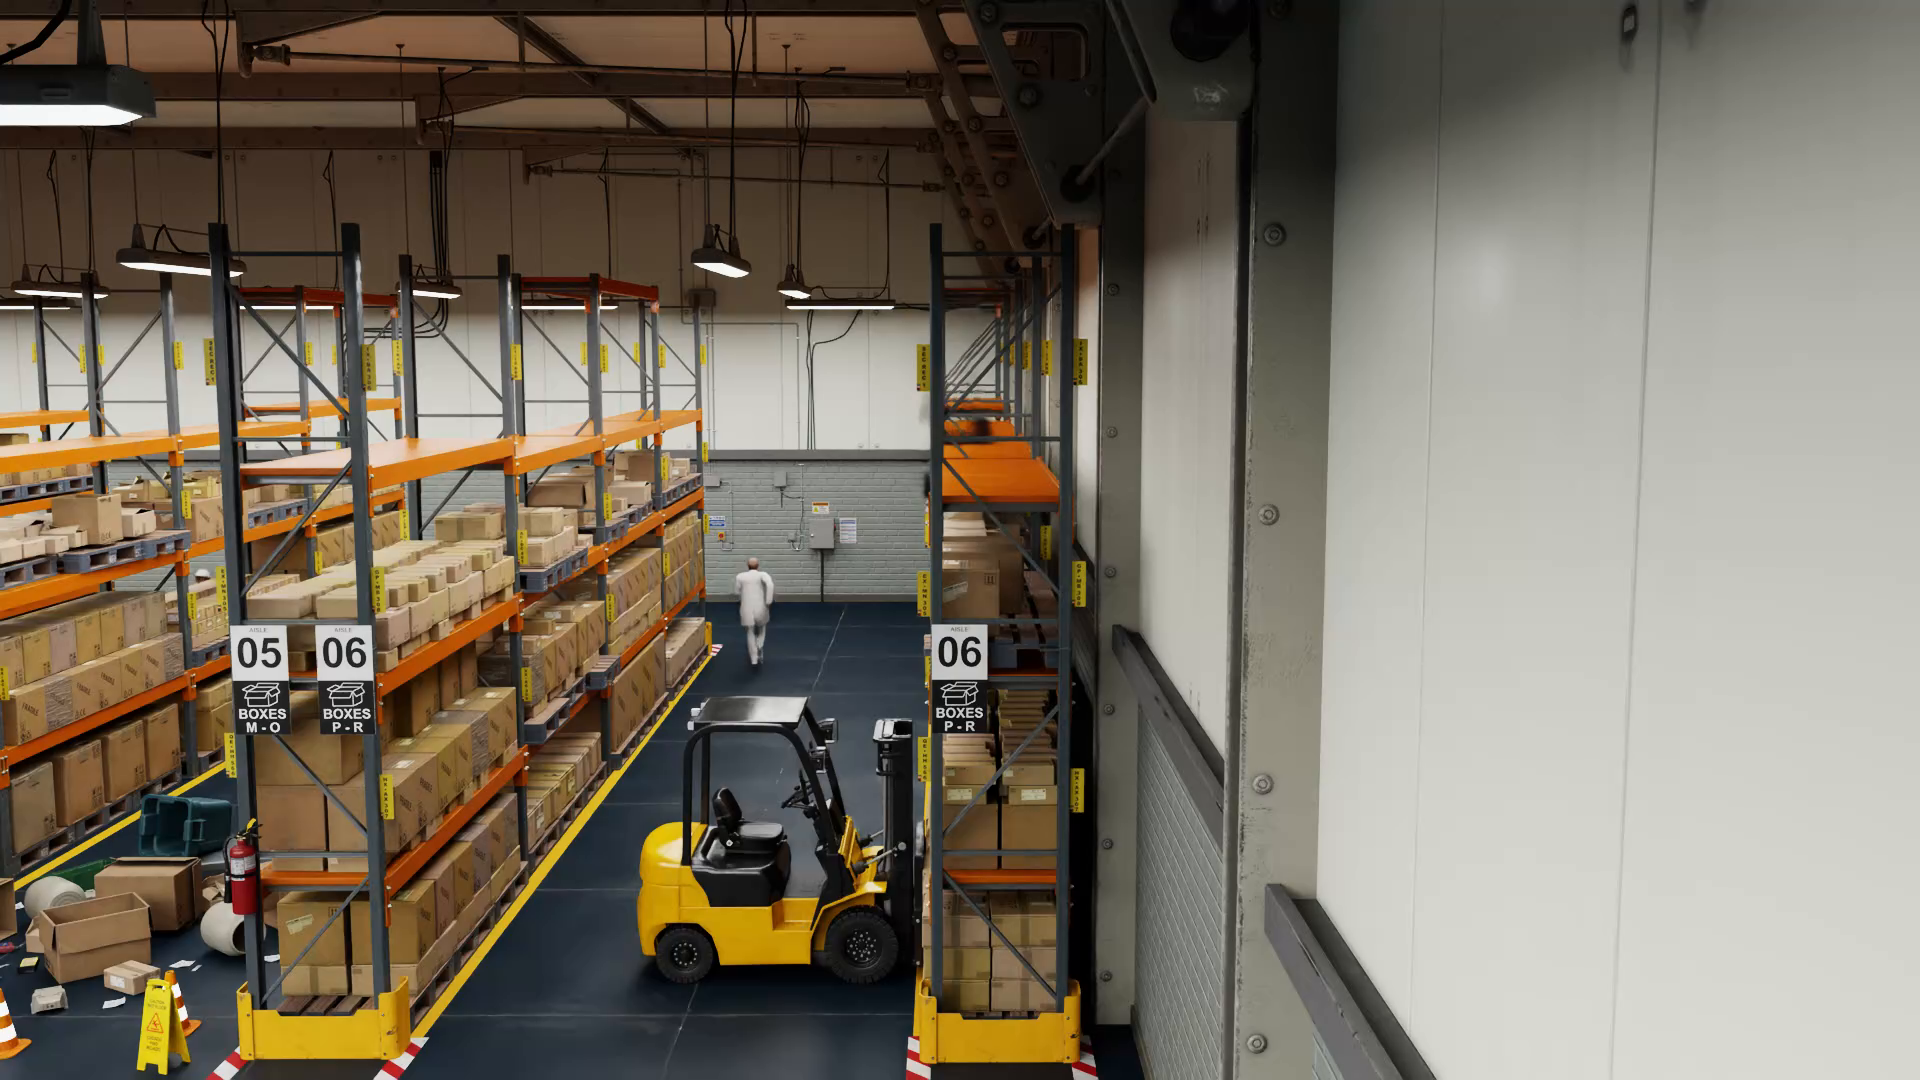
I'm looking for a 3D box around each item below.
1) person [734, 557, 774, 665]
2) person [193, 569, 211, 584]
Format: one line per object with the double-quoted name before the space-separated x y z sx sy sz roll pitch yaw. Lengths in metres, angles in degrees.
"person" -3.332 1.160 26.912 0.656 1.756 0.879 -1 7 -6
"person" -11.483 1.327 25.459 0.714 1.796 0.883 1 7 8
